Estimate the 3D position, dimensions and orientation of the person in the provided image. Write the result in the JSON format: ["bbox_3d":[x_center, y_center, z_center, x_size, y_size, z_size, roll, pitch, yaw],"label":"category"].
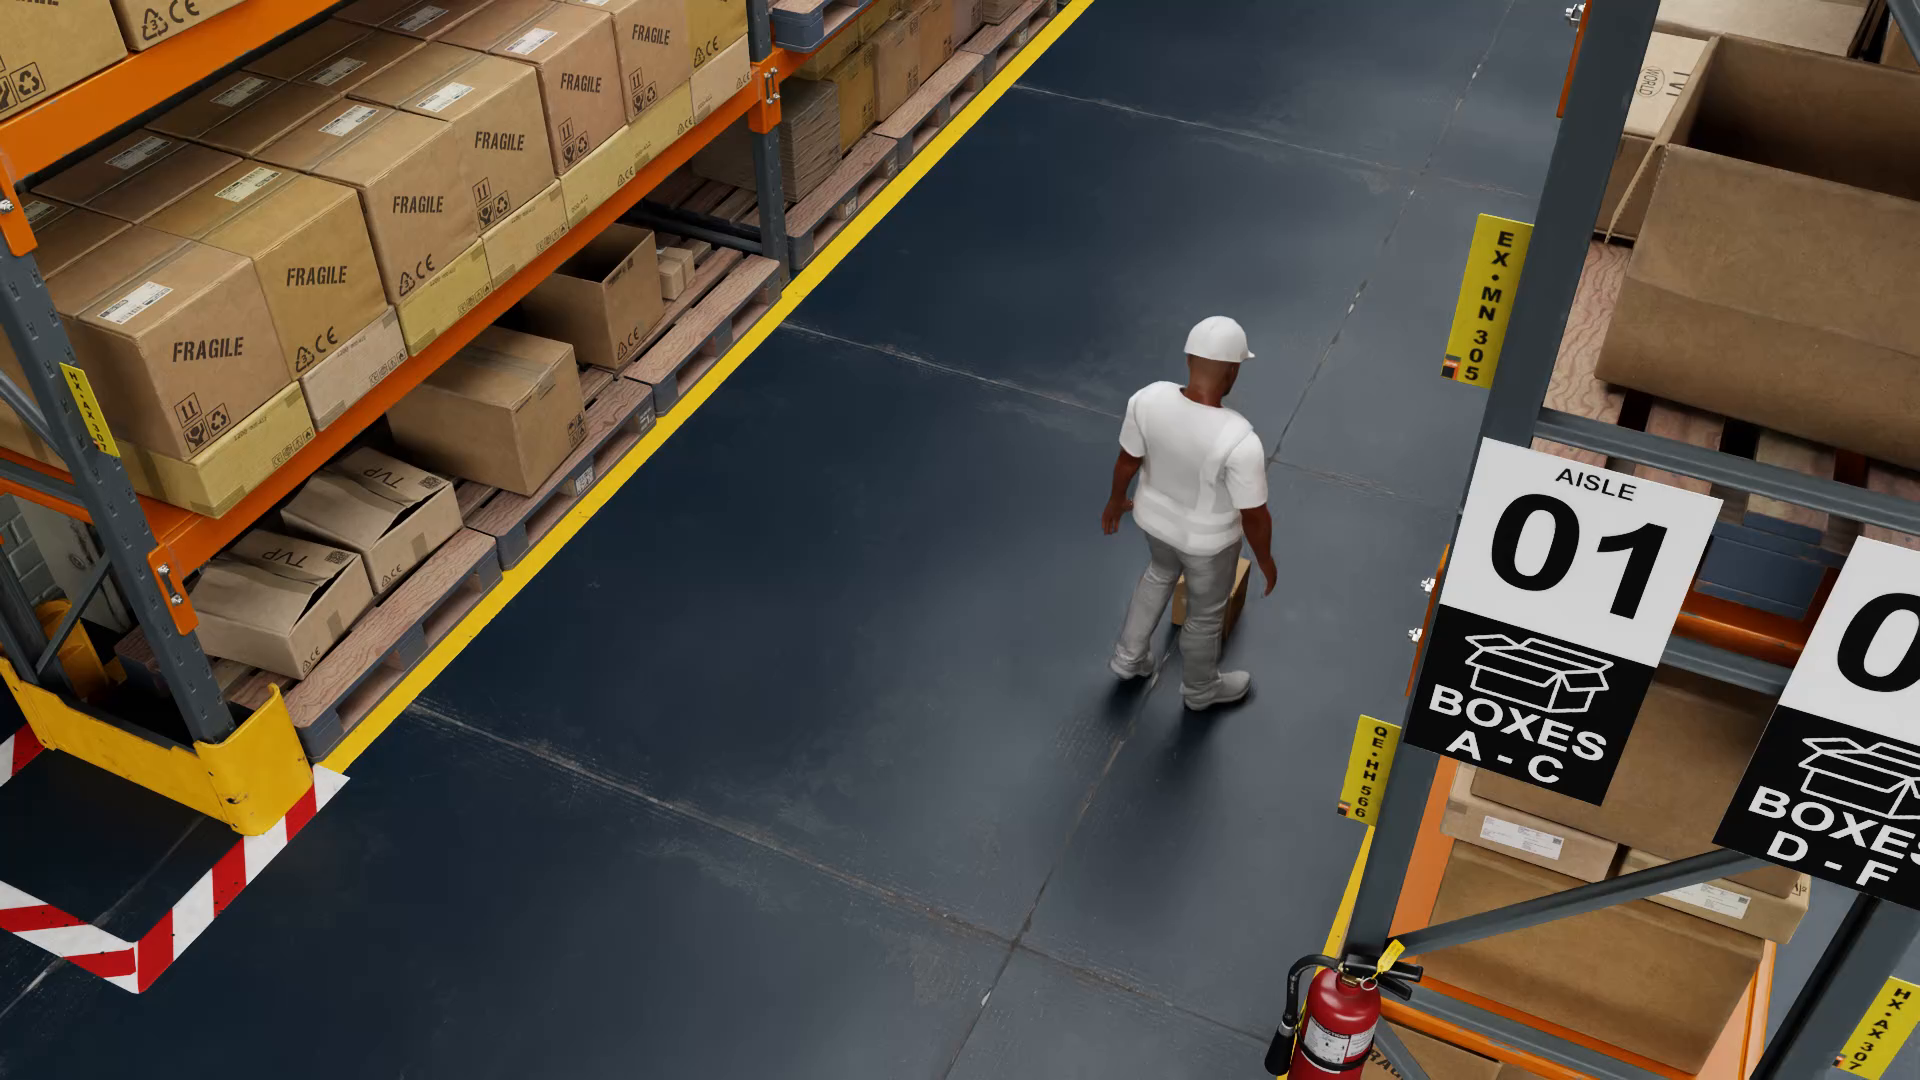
[{"bbox_3d":[0.890,-0.057,6.190,0.695,1.779,0.446,32,51,31],"label":"person"}]
